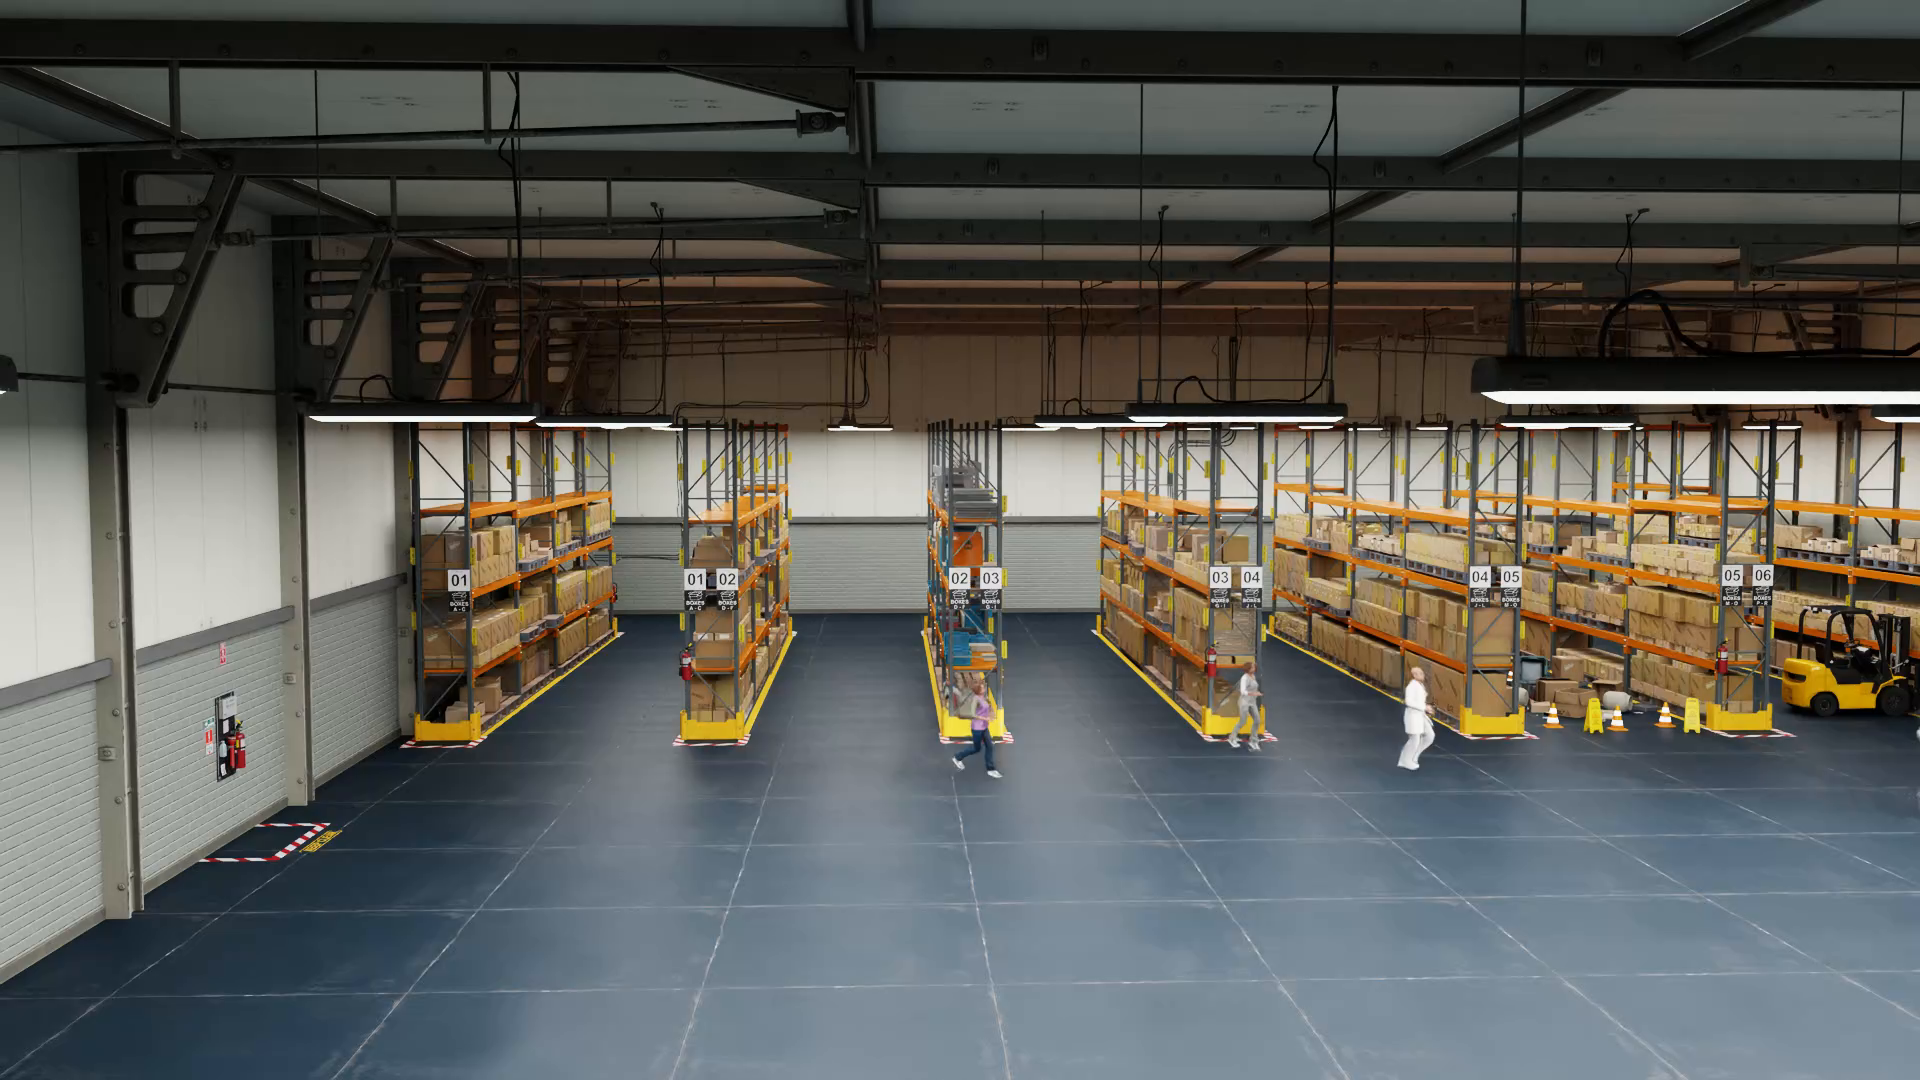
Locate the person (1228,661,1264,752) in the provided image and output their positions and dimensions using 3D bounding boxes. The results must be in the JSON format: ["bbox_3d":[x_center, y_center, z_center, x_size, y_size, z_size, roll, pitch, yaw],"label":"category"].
[{"bbox_3d":[5.190,3.010,30.032,0.706,1.659,0.556,3,5,42],"label":"person"}]

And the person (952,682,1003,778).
[{"bbox_3d":[0.311,3.152,27.714,0.849,1.597,0.553,2,4,23],"label":"person"}]

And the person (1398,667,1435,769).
[{"bbox_3d":[7.789,3.034,28.288,0.678,1.754,0.710,3,4,35],"label":"person"}]

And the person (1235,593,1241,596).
[{"bbox_3d":[7.768,1.953,45.724,0.607,1.742,0.792,0,4,7],"label":"person"}]
